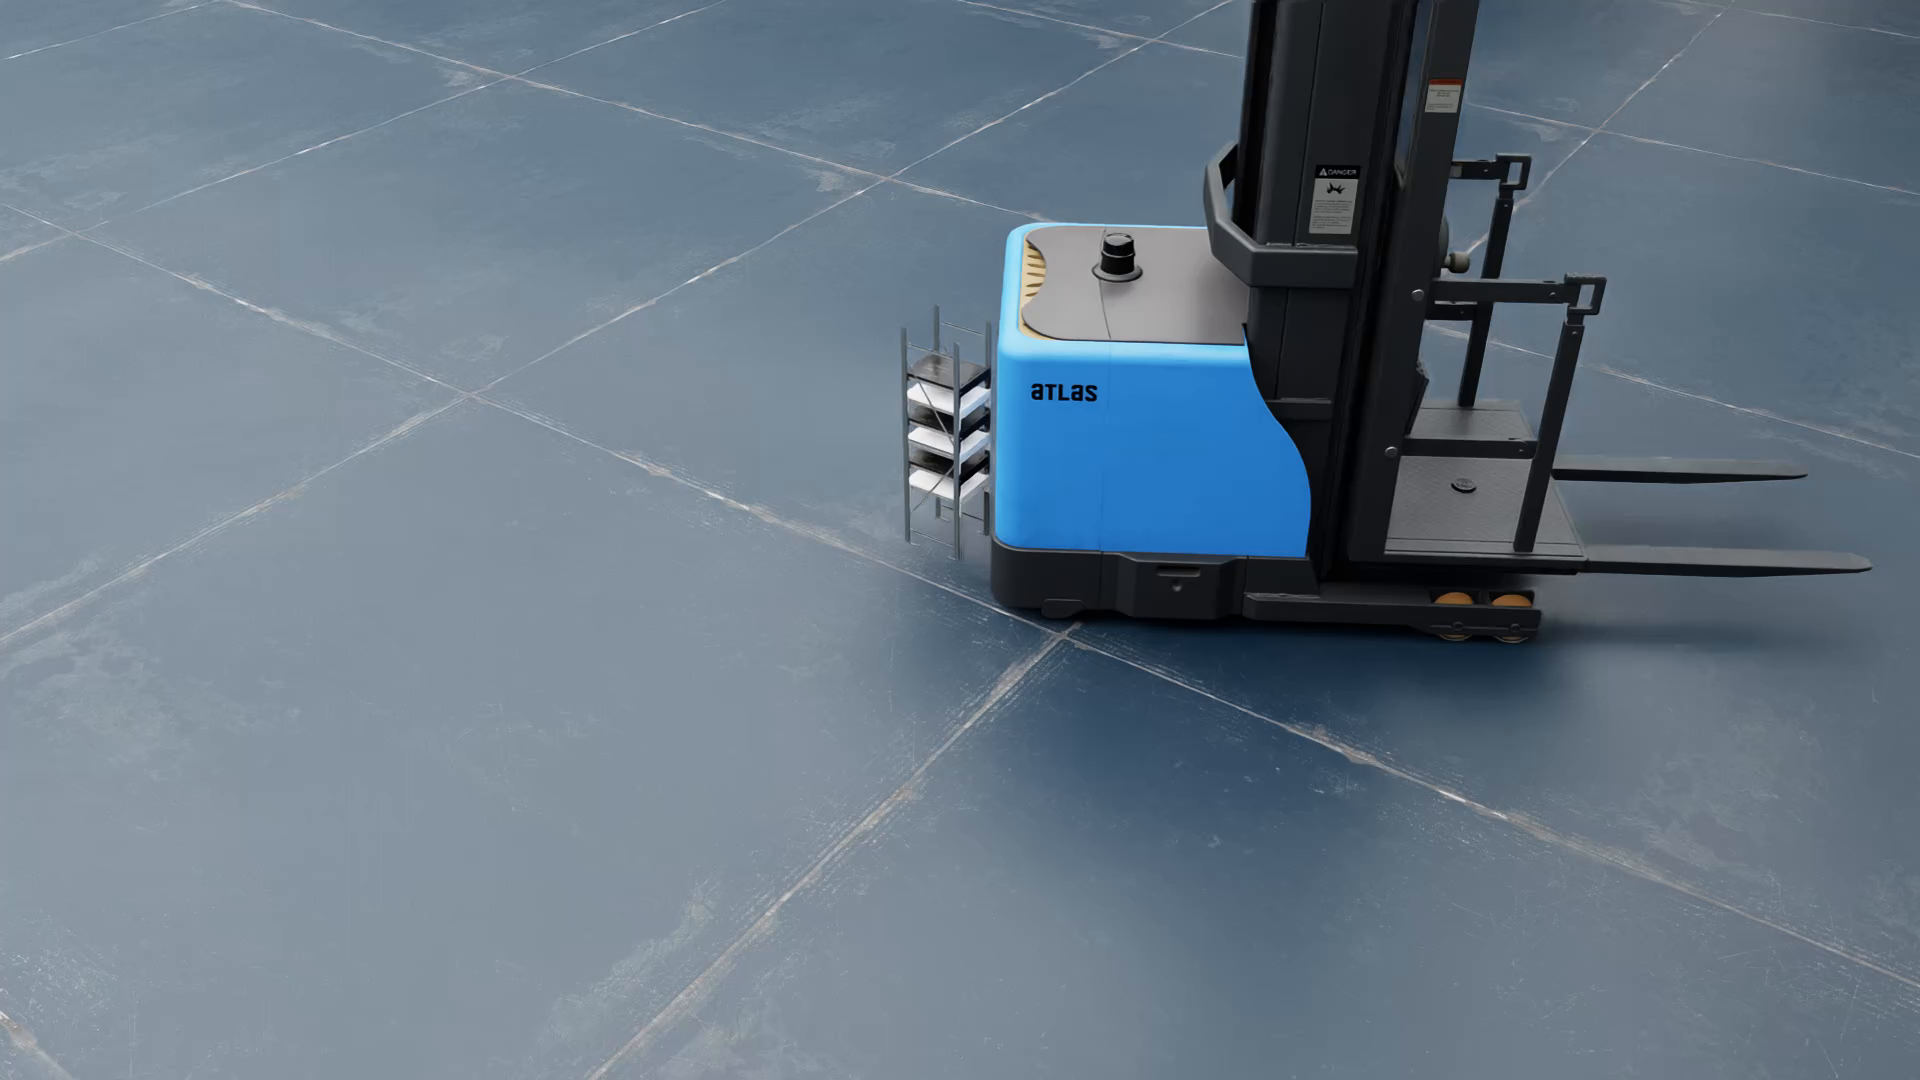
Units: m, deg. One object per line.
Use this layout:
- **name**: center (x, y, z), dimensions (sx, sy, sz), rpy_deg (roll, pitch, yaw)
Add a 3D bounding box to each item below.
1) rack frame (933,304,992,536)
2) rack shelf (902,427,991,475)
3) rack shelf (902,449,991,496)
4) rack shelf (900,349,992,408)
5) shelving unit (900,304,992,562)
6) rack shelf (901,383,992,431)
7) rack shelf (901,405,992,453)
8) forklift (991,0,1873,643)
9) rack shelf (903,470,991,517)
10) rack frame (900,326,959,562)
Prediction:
- **rack frame**: center (0.008, -0.423, 6.073), dimensions (0.240, 0.900, 0.006), rpy_deg (20, 39, 27)
- **rack shelf**: center (-0.048, -0.348, 6.021), dimensions (0.258, 0.077, 0.200), rpy_deg (20, 39, 27)
- **rack shelf**: center (-0.048, -0.274, 6.072), dimensions (0.258, 0.077, 0.200), rpy_deg (20, 39, 27)
- **rack shelf**: center (-0.048, -0.572, 5.870), dimensions (0.258, 0.077, 0.200), rpy_deg (20, 39, 27)
- **shelving unit**: center (-0.048, -0.376, 6.002), dimensions (0.258, 0.900, 0.210), rpy_deg (20, 39, 27)
- **rack shelf**: center (-0.048, -0.497, 5.920), dimensions (0.258, 0.077, 0.200), rpy_deg (20, 39, 27)
- **rack shelf**: center (-0.048, -0.423, 5.971), dimensions (0.258, 0.077, 0.200), rpy_deg (20, 39, 27)
- **forklift**: center (1.645, -1.168, 5.361), dimensions (3.031, 2.935, 1.130), rpy_deg (2, 34, 3)
- **rack shelf**: center (-0.048, -0.199, 6.122), dimensions (0.258, 0.077, 0.200), rpy_deg (20, 39, 27)
- **rack frame**: center (-0.104, -0.328, 5.932), dimensions (0.240, 0.900, 0.006), rpy_deg (20, 39, 27)
